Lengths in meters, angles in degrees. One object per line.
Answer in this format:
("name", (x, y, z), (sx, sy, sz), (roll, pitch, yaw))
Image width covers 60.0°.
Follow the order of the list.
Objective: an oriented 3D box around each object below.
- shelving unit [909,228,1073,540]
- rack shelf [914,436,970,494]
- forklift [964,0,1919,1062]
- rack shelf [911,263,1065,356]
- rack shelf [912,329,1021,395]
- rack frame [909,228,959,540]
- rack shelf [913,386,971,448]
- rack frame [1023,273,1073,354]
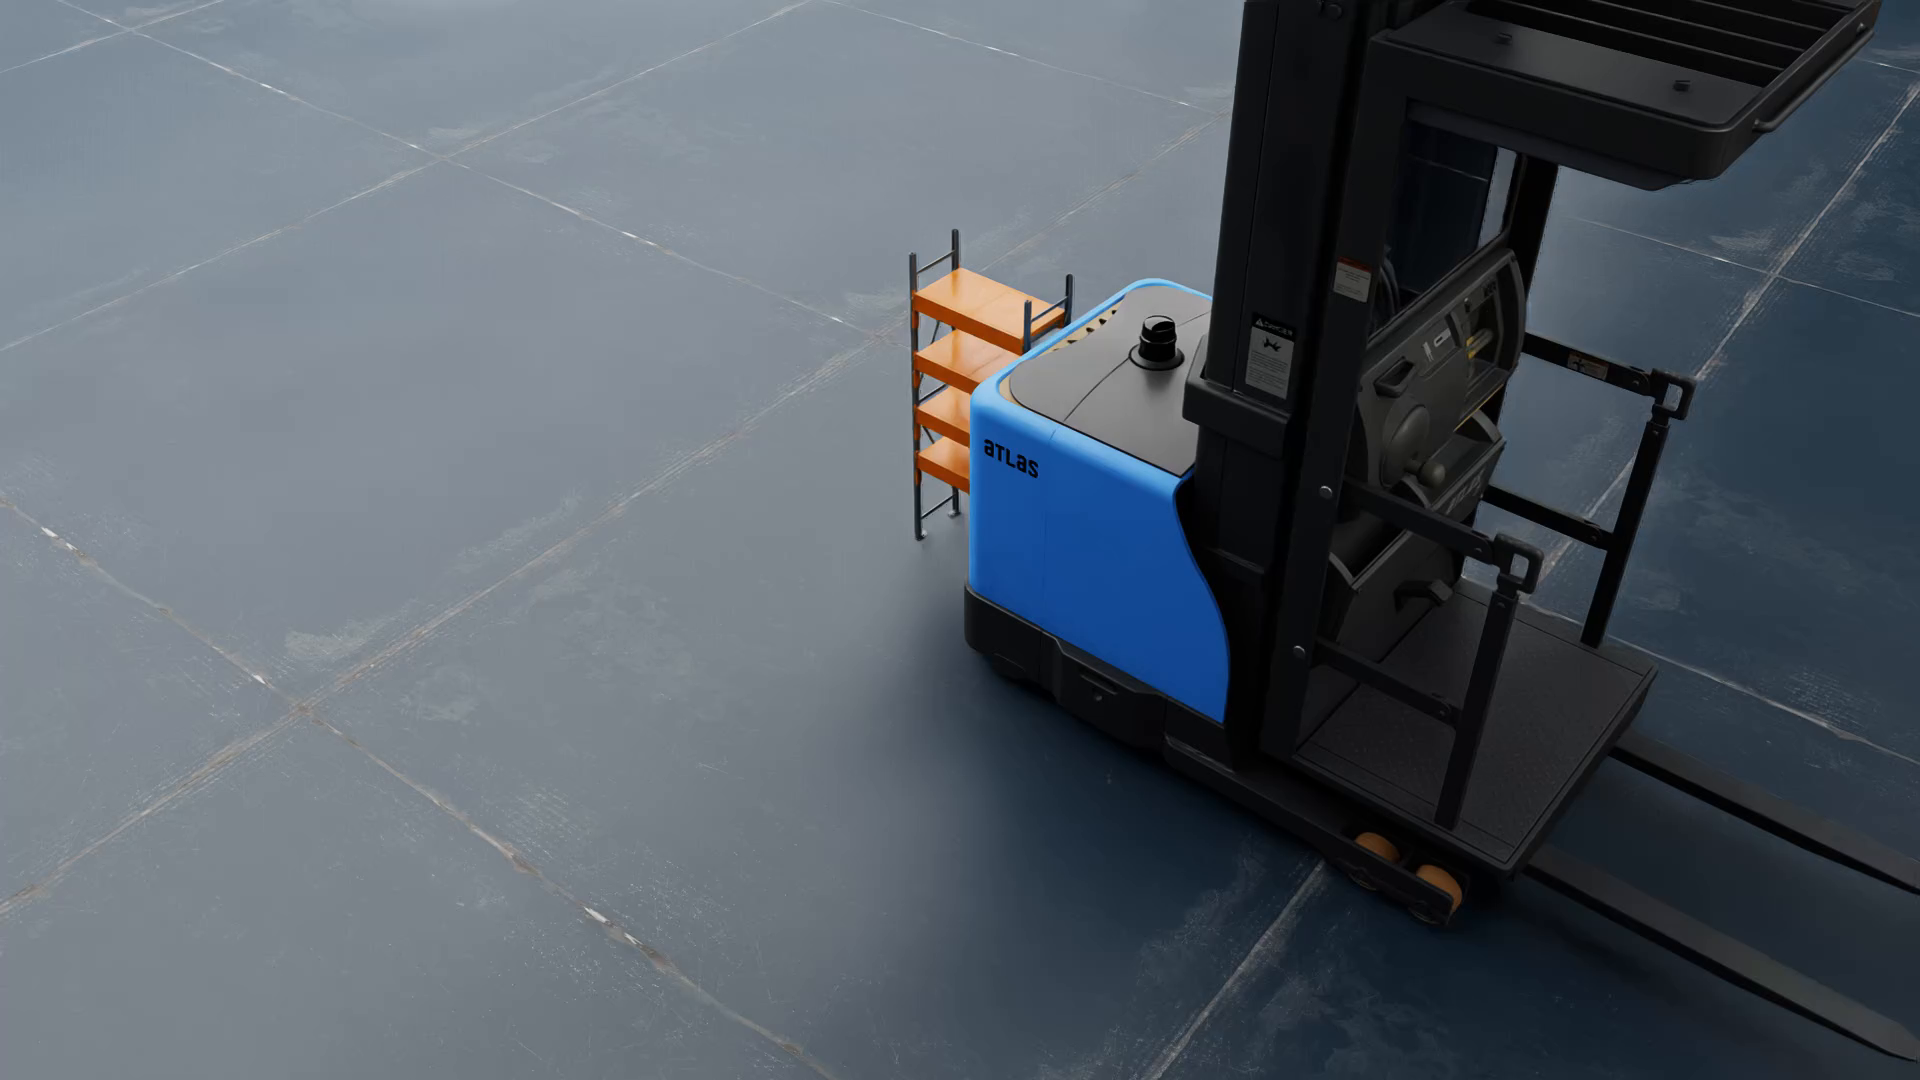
("shelving unit", (0.100, -0.434, 5.832), (0.503, 1.200, 0.258), (28, 46, 31))
("rack shelf", (0.100, -0.225, 5.995), (0.480, 0.148, 0.258), (28, 46, 31))
("forklift", (1.470, -0.415, 4.402), (3.031, 2.935, 1.130), (27, 46, 30))
("rack shelf", (0.100, -0.744, 5.589), (0.480, 0.148, 0.258), (28, 46, 31))
("rack shelf", (0.100, -0.558, 5.735), (0.480, 0.148, 0.258), (28, 46, 31))
("rack frame", (-0.086, -0.532, 5.956), (0.015, 1.200, 0.240), (28, 46, 31))
("rack shelf", (0.100, -0.381, 5.873), (0.480, 0.148, 0.258), (28, 46, 31))
("rack frame", (0.286, -0.337, 5.708), (0.015, 1.200, 0.240), (28, 46, 31))
